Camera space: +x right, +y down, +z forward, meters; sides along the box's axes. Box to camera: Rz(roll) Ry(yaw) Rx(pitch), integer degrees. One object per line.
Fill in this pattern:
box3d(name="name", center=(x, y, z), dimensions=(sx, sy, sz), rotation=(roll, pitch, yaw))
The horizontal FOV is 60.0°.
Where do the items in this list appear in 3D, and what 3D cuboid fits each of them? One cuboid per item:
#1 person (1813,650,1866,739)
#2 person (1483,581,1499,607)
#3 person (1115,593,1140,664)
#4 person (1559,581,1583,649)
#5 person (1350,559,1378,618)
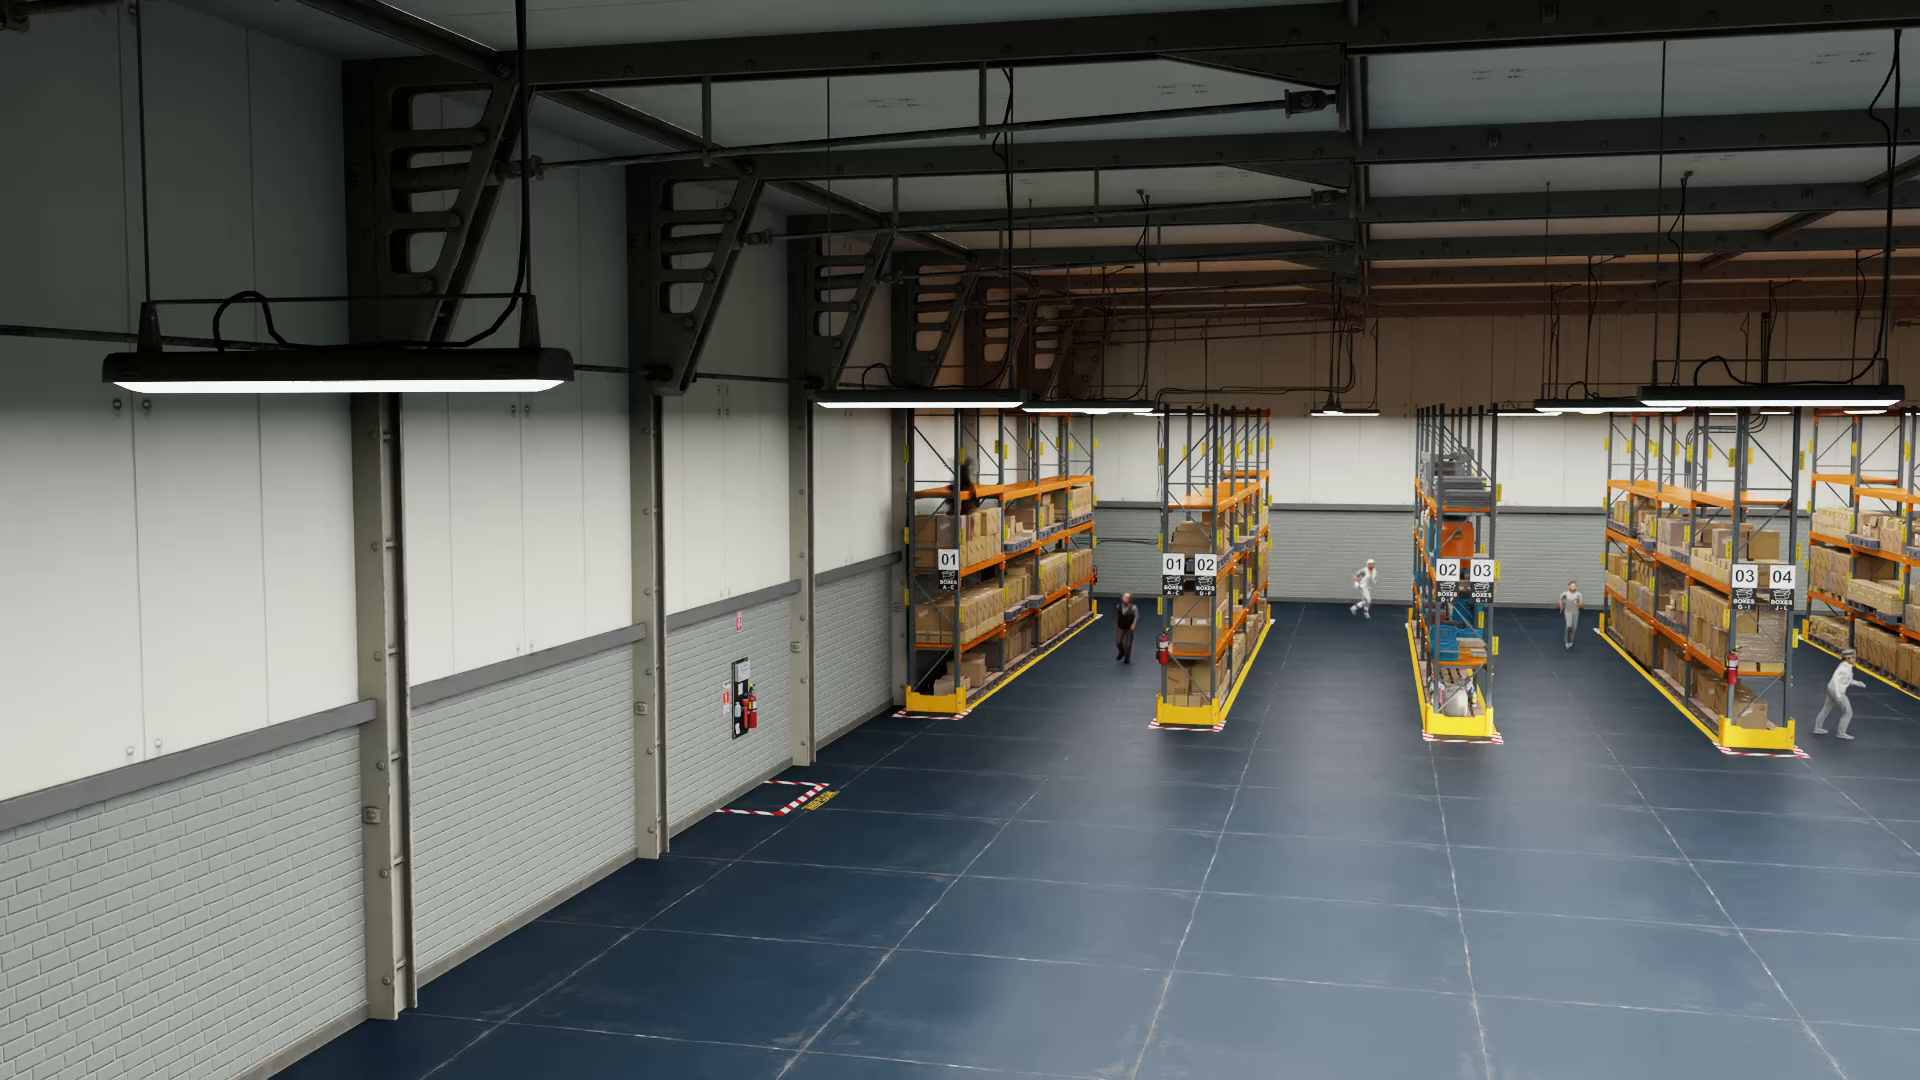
box3d(name="person", center=(15.835, 2.757, 29.897), dimensions=(0.807, 1.621, 0.613), rotation=(1, 4, 20))
box3d(name="person", center=(15.124, 1.419, 48.102), dimensions=(0.960, 1.660, 0.674), rotation=(4, 6, 42))
box3d(name="person", center=(3.863, 2.065, 38.694), dimensions=(0.660, 1.676, 0.783), rotation=(1, 4, 18))
box3d(name="person", center=(15.262, 1.868, 41.502), dimensions=(0.528, 1.688, 0.703), rotation=(1, 4, 7))
box3d(name="person", center=(11.638, 1.409, 47.907), dimensions=(0.786, 1.720, 0.673), rotation=(-4, 5, -40))
